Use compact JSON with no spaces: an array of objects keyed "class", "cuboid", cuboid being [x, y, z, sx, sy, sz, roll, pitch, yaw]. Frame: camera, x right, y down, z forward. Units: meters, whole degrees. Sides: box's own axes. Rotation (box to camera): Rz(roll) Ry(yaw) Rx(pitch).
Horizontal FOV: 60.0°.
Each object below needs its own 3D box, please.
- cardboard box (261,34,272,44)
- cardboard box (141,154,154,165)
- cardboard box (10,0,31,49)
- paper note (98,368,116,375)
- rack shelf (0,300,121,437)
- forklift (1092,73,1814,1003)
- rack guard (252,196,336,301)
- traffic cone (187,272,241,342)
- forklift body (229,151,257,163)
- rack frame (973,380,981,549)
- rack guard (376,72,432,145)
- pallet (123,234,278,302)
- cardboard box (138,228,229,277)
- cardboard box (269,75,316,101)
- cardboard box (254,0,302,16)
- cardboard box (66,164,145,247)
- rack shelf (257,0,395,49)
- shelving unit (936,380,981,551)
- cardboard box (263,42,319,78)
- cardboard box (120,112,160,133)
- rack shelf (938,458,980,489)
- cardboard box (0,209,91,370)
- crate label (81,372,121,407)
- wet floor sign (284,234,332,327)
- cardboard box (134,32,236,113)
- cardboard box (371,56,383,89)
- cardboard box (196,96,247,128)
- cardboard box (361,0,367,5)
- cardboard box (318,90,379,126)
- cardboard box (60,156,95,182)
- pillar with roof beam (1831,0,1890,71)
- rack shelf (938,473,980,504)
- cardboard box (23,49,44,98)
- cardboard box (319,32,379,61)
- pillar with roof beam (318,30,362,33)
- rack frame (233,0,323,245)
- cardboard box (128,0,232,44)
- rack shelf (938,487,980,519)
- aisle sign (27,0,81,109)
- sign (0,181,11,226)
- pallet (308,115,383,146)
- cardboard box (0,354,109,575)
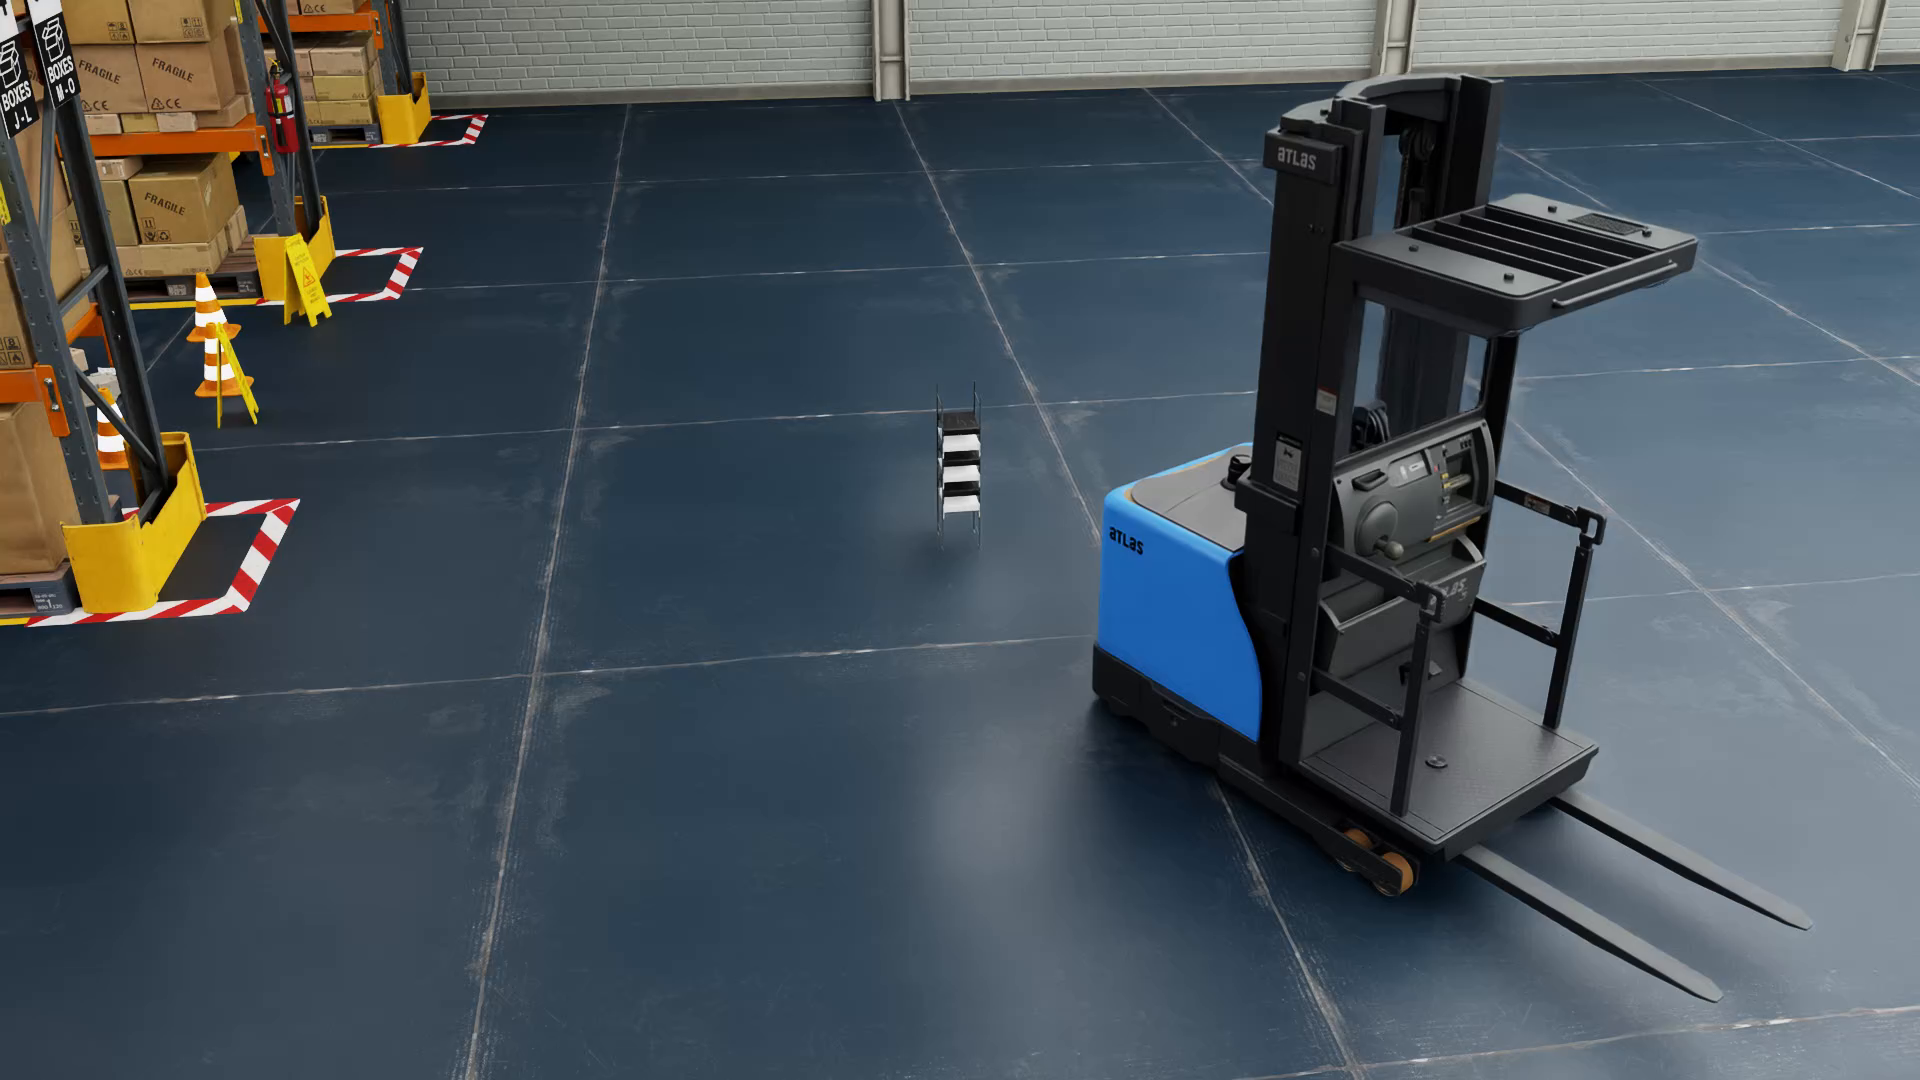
[{"class":"cardboard box","cuboid":[-7.410,-5.102,17.364,0.500,0.250,0.500,-4,27,-7]},{"class":"cardboard box","cuboid":[-6.600,-2.789,13.131,0.500,0.500,0.500,-5,28,-9]},{"class":"cardboard box","cuboid":[-6.690,-3.838,11.914,0.500,0.500,0.700,-4,27,-8]},{"class":"paper note","cuboid":[-5.881,-1.174,11.505,0.142,0.019,0.148,-14,30,-25]},{"class":"rack shelf","cuboid":[-6.413,-0.777,8.266,4.000,0.370,1.077,-4,27,-7]},{"class":"forklift","cuboid":[1.916,-0.164,6.359,1.130,2.935,3.031,-20,33,-33]},{"class":"rack guard","cuboid":[-5.297,-2.338,13.260,0.348,0.500,1.175,-4,27,-7]},{"class":"traffic cone","cuboid":[-5.468,-1.716,12.088,0.334,0.463,0.336,-4,27,-7]},{"class":"forklift body","cuboid":[-7.541,-4.376,15.423,1.214,2.155,2.313,-4,27,-7]},{"class":"rack frame","cuboid":[0.093,-0.406,9.056,0.006,0.900,0.240,-4,27,-7]},{"class":"rack guard","cuboid":[-5.893,-4.588,17.645,0.348,0.500,1.175,-4,27,-7]},{"class":"pallet","cuboid":[-6.106,-2.174,13.256,1.213,0.211,1.003,-4,27,-7]},{"class":"cardboard box","cuboid":[-6.009,-2.244,12.890,0.500,0.250,0.500,-4,27,-7]},{"class":"cardboard box","cuboid":[-6.854,-4.686,17.100,0.500,0.250,0.500,-4,27,-8]},{"class":"cardboard box","cuboid":[-6.883,-5.565,16.700,0.500,0.500,0.500,-3,27,-5]},{"class":"cardboard box","cuboid":[-6.495,-2.549,12.662,0.500,0.500,0.500,-3,27,-5]},{"class":"rack shelf","cuboid":[-7.898,-5.252,16.988,4.000,0.370,1.077,-4,27,-7]},{"class":"shelving unit","cuboid":[-0.008,-0.400,9.044,0.210,0.900,0.258,-4,27,-7]},{"class":"cardboard box","cuboid":[-6.834,-4.902,16.974,0.500,0.250,0.500,-3,27,-6]},{"class":"cardboard box","cuboid":[-6.055,-3.150,12.379,0.250,0.149,0.380,-4,27,-8]},{"class":"rack shelf","cuboid":[-0.008,-0.370,9.059,0.200,0.077,0.258,-4,27,-7]},{"class":"cardboard box","cuboid":[-4.793,-1.247,8.230,0.550,0.550,0.875,-4,27,-7]},{"class":"crate label","cuboid":[-5.746,-1.013,11.074,0.298,0.136,0.250,-20,33,-33]},{"class":"wet floor sign","cuboid":[-4.885,-1.936,12.317,0.232,0.644,0.267,6,28,11]},{"class":"cardboard box","cuboid":[-5.721,-3.473,12.298,0.500,0.500,0.500,-4,27,-8]},{"class":"cardboard box","cuboid":[-6.412,-4.949,17.614,0.500,0.250,0.500,-3,27,-6]},{"class":"cardboard box","cuboid":[-5.562,-3.223,12.521,0.250,0.149,0.380,-3,27,-5]},{"class":"cardboard box","cuboid":[-6.446,-5.838,17.232,0.500,0.500,0.500,-3,27,-5]},{"class":"cardboard box","cuboid":[-6.338,-4.490,17.266,0.500,0.250,0.500,-3,27,-7]},{"class":"cardboard box","cuboid":[-6.582,-2.804,12.449,0.250,0.149,0.380,-3,27,-6]},{"class":"pillar with roof beam","cuboid":[11.692,-7.930,14.848,0.400,9.000,9.100,-4,27,-7]},{"class":"rack shelf","cuboid":[-0.008,-0.290,9.100,0.200,0.077,0.258,-4,27,-7]},{"class":"cardboard box","cuboid":[-6.713,-3.413,12.181,0.500,0.500,0.500,-4,27,-7]},{"class":"cardboard box","cuboid":[-6.419,-5.162,17.482,0.500,0.250,0.500,-4,27,-8]},{"class":"pillar with roof beam","cuboid":[-6.132,-6.785,12.617,0.400,9.000,9.100,-4,27,-7]},{"class":"rack frame","cuboid":[-5.222,-3.455,12.698,0.127,3.000,1.000,-4,27,-7]},{"class":"cardboard box","cuboid":[-5.697,-3.946,12.124,0.500,0.500,0.700,-4,27,-8]},{"class":"rack shelf","cuboid":[-0.008,-0.210,9.141,0.200,0.077,0.258,-4,27,-7]},{"class":"aisle sign","cuboid":[-4.404,-2.521,8.029,0.004,0.787,0.394,-4,27,-7]},{"class":"sign","cuboid":[-4.370,-1.598,7.552,0.005,0.325,0.100,-4,27,-7]},{"class":"pallet","cuboid":[-6.669,-4.391,17.576,1.213,0.211,1.003,-4,27,-7]},{"class":"cardboard box","cuboid":[-5.094,-0.393,8.597,0.875,0.875,0.875,-4,27,-7]}]
